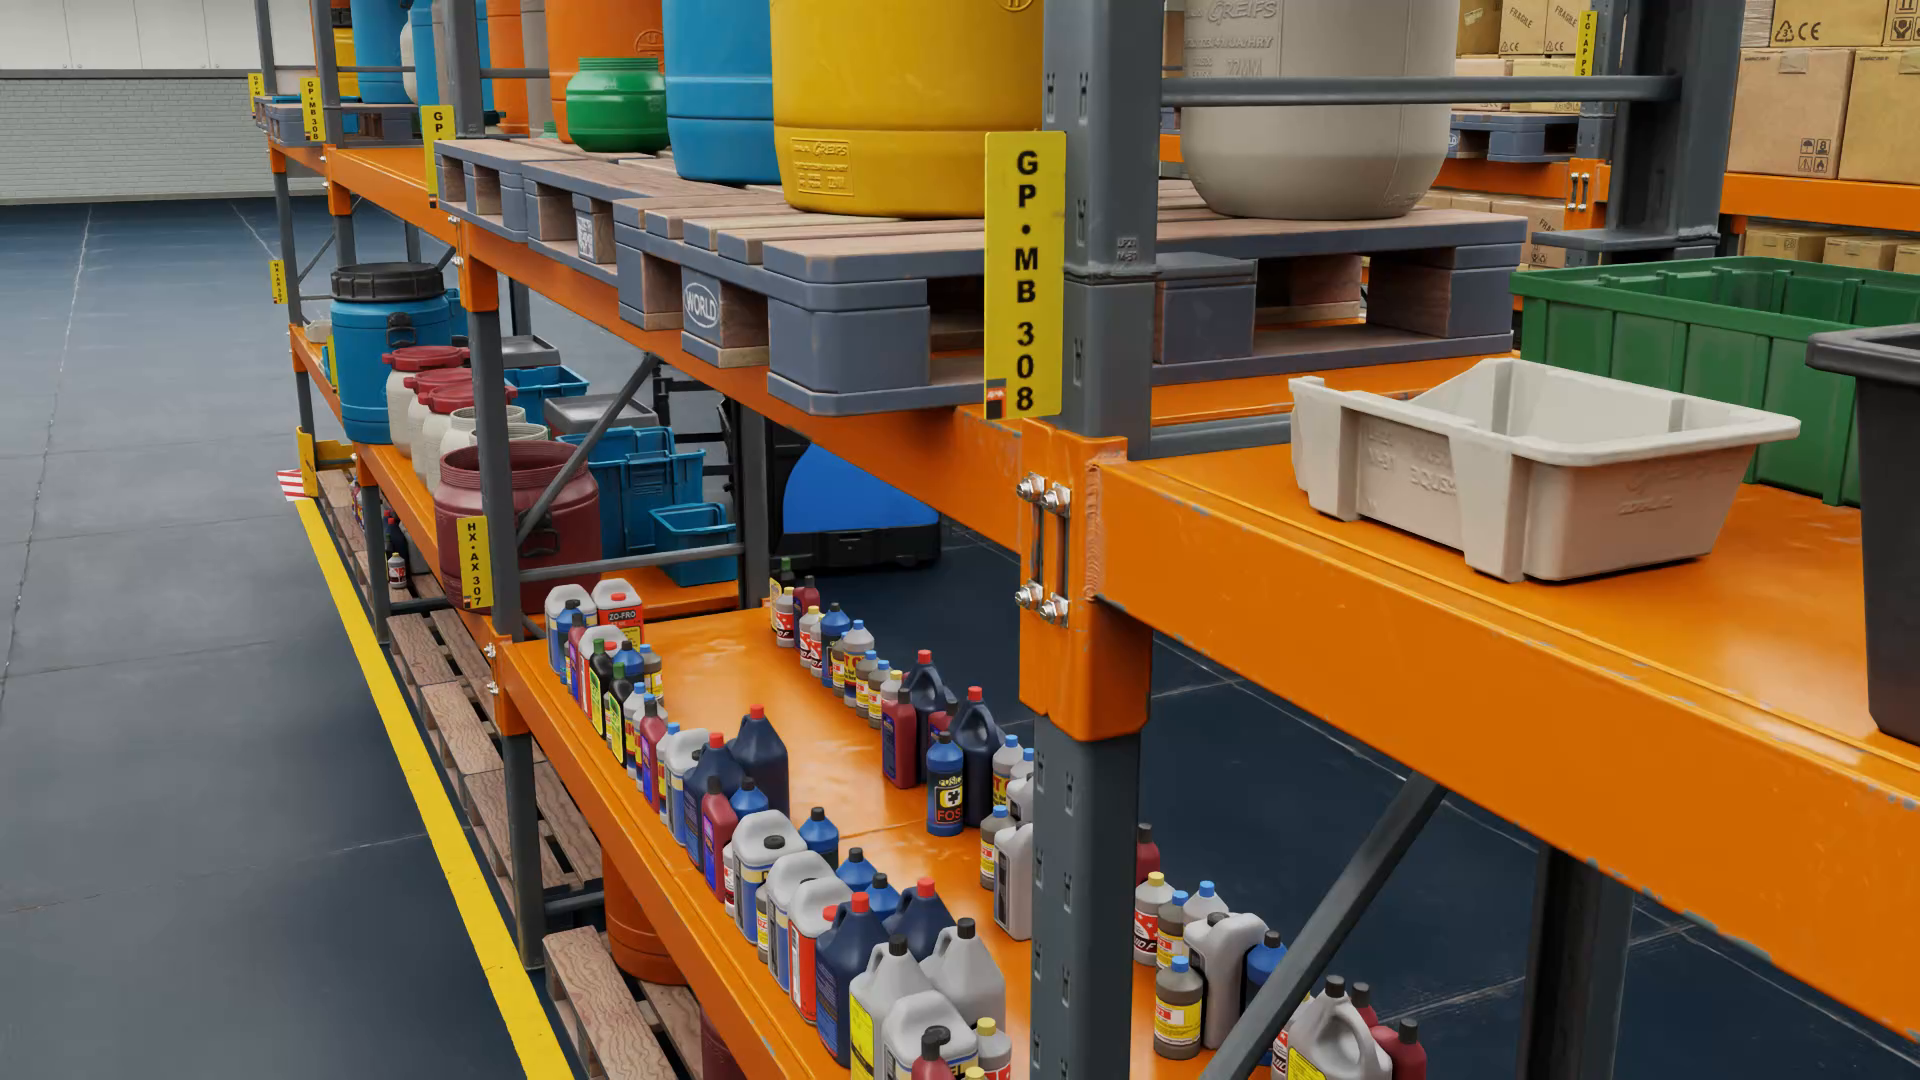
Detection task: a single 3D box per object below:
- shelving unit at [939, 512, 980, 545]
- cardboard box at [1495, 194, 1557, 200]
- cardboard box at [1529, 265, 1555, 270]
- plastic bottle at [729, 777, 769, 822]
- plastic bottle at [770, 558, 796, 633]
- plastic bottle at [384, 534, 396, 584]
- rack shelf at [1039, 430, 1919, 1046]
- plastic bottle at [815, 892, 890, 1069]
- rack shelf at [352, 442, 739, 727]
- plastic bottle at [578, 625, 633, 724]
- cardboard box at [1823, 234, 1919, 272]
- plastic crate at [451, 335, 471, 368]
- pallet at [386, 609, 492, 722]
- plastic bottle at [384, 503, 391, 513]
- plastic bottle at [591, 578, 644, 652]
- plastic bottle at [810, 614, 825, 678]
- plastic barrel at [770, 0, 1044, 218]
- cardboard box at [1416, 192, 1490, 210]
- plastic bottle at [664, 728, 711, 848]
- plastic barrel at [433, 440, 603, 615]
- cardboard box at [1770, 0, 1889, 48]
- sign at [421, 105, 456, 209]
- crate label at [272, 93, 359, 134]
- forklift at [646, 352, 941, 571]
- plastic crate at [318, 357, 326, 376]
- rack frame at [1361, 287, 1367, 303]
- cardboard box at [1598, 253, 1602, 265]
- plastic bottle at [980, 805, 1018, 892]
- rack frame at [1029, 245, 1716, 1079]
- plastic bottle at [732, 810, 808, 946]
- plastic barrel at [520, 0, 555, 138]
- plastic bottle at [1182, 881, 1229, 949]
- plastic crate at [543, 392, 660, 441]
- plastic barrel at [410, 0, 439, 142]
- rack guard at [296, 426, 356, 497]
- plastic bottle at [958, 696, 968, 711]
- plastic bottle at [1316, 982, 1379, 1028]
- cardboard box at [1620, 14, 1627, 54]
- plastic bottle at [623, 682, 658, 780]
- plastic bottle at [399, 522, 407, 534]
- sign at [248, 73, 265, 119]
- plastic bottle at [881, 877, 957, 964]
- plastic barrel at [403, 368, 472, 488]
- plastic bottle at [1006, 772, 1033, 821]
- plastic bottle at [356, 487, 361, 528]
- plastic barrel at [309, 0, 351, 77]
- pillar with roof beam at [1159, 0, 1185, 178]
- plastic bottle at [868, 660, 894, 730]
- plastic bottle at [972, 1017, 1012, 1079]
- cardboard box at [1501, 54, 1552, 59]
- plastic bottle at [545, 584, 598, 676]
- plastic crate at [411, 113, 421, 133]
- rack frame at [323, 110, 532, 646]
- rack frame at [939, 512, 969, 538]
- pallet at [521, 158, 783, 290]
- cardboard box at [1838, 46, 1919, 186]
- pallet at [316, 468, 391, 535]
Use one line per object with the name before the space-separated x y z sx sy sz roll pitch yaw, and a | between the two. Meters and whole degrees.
shelving unit | -0.006 -0.580 11.598 0.258 1.200 0.189 -8 18 -25
cardboard box | 5.278 -2.921 15.367 0.500 0.500 0.500 -7 18 -24
cardboard box | 5.279 -2.244 14.366 0.500 0.250 0.500 -8 18 -25
plastic bottle | -0.515 0.711 4.068 0.097 0.271 0.097 0 16 0
plastic bottle | -0.622 0.193 5.851 0.061 0.283 0.133 -8 18 -25
plastic bottle | -3.443 0.111 10.052 0.061 0.283 0.133 -7 17 -22
rack shelf | 1.445 0.480 0.506 1.077 0.370 4.000 -8 18 -25
plastic bottle | -0.209 0.870 3.372 0.144 0.351 0.185 -8 18 -25
rack shelf | -2.059 -0.062 7.832 1.077 0.370 4.000 -8 18 -25
plastic bottle | -1.081 0.409 5.112 0.152 0.276 0.135 -8 18 -25
cardboard box | 6.717 -1.931 12.063 0.700 0.500 0.500 -5 17 -17
plastic crate | -3.051 -1.019 9.976 0.767 0.338 0.504 -8 18 -25
pallet | -2.557 0.627 9.183 1.003 0.211 1.213 -8 18 -25
plastic bottle | -3.770 -0.099 10.798 0.152 0.276 0.135 -7 18 -24
plastic bottle | -1.147 0.276 5.576 0.152 0.276 0.135 -8 18 -25
plastic bottle | -0.445 0.345 5.471 0.097 0.201 0.097 0 16 0
plastic barrel | -0.013 -0.856 2.754 0.600 0.588 0.600 0 16 0
cardboard box | 4.585 -2.983 15.584 0.500 0.500 0.500 -8 18 -27
plastic bottle | -0.677 0.638 4.314 0.152 0.276 0.135 -8 18 -25
plastic barrel | -1.659 -0.055 6.259 0.600 0.536 0.708 -8 18 -25
cardboard box | 3.680 -2.244 6.702 0.500 0.500 0.500 -8 18 -25
sign | -1.675 -1.235 5.368 0.100 0.325 0.005 -8 18 -25
crate label | -4.165 -2.762 10.768 0.502 0.251 0.408 -8 18 -25
forklift | -1.698 -1.263 10.838 3.031 2.935 1.130 -4 16 -12
plastic crate | -3.875 -1.149 10.794 0.530 0.136 0.437 -8 18 -25
rack frame | 4.218 -3.093 17.089 1.000 3.000 0.127 -8 18 -25
cardboard box | 5.485 -2.478 13.826 0.500 0.500 0.500 -8 18 -25
plastic bottle | 0.098 0.747 4.068 0.097 0.201 0.097 0 16 0
rack frame | 0.569 1.080 2.549 1.000 3.000 0.127 -8 18 -25
plastic bottle | -0.436 0.775 3.838 0.152 0.276 0.135 -8 18 -25
plastic barrel | -1.348 -1.824 6.323 0.600 0.901 0.600 0 16 0
plastic bottle | 0.522 0.858 3.555 0.097 0.271 0.097 0 16 0
plastic crate | -1.616 -0.380 7.521 0.402 0.464 0.583 -8 18 -25
plastic barrel | -2.518 -2.486 8.630 0.600 0.901 0.708 -8 18 -25
rack guard | -4.612 -0.681 13.216 1.175 0.500 0.348 -8 18 -25
plastic bottle | 0.018 0.555 4.588 0.061 0.283 0.133 -8 18 -25
plastic bottle | 0.734 0.961 3.176 0.061 0.283 0.133 -8 18 -25
cardboard box | 5.507 -4.172 13.383 0.500 0.500 0.500 -9 18 -30
plastic bottle | -0.896 0.534 4.686 0.097 0.271 0.097 0 16 0
plastic bottle | -3.439 -0.002 10.461 0.152 0.276 0.135 -8 18 -25
sign | -5.184 -3.276 12.274 0.100 0.325 0.005 -8 18 -25
plastic bottle | -0.079 0.852 3.432 0.144 0.351 0.185 -8 18 -25
plastic barrel | -2.392 -0.523 7.889 0.433 0.535 0.433 0 16 0
plastic bottle | 0.202 0.692 4.127 0.152 0.276 0.135 -8 18 -25
plastic bottle | -4.024 -0.223 11.239 0.097 0.271 0.097 0 16 0
plastic barrel | -4.361 -3.640 12.020 0.600 0.830 0.708 -8 18 -25
pillar with roof beam | -1.196 -6.875 19.392 9.100 9.000 0.400 -8 18 -25
plastic bottle | -0.231 0.465 5.051 0.097 0.201 0.097 0 16 0
plastic bottle | 0.050 1.007 3.165 0.097 0.201 0.097 0 16 0
cardboard box | 5.040 -3.955 14.440 0.500 0.500 0.500 -8 18 -27
plastic bottle | -1.284 0.294 5.512 0.152 0.276 0.135 -8 18 -25
plastic crate | -3.382 -2.668 10.555 0.336 0.188 0.450 -8 18 -25
rack frame | -2.936 -0.903 9.461 1.000 3.000 0.127 -8 18 -25
rack frame | -0.046 -0.603 11.677 0.240 1.200 0.006 -8 18 -25
pallet | -0.362 -0.734 3.776 1.003 0.211 1.213 -8 18 -25
cardboard box | 3.944 -1.640 6.407 0.910 0.500 0.500 -8 18 -25
pallet | -4.261 -0.340 12.552 1.003 0.211 1.213 -8 18 -25
